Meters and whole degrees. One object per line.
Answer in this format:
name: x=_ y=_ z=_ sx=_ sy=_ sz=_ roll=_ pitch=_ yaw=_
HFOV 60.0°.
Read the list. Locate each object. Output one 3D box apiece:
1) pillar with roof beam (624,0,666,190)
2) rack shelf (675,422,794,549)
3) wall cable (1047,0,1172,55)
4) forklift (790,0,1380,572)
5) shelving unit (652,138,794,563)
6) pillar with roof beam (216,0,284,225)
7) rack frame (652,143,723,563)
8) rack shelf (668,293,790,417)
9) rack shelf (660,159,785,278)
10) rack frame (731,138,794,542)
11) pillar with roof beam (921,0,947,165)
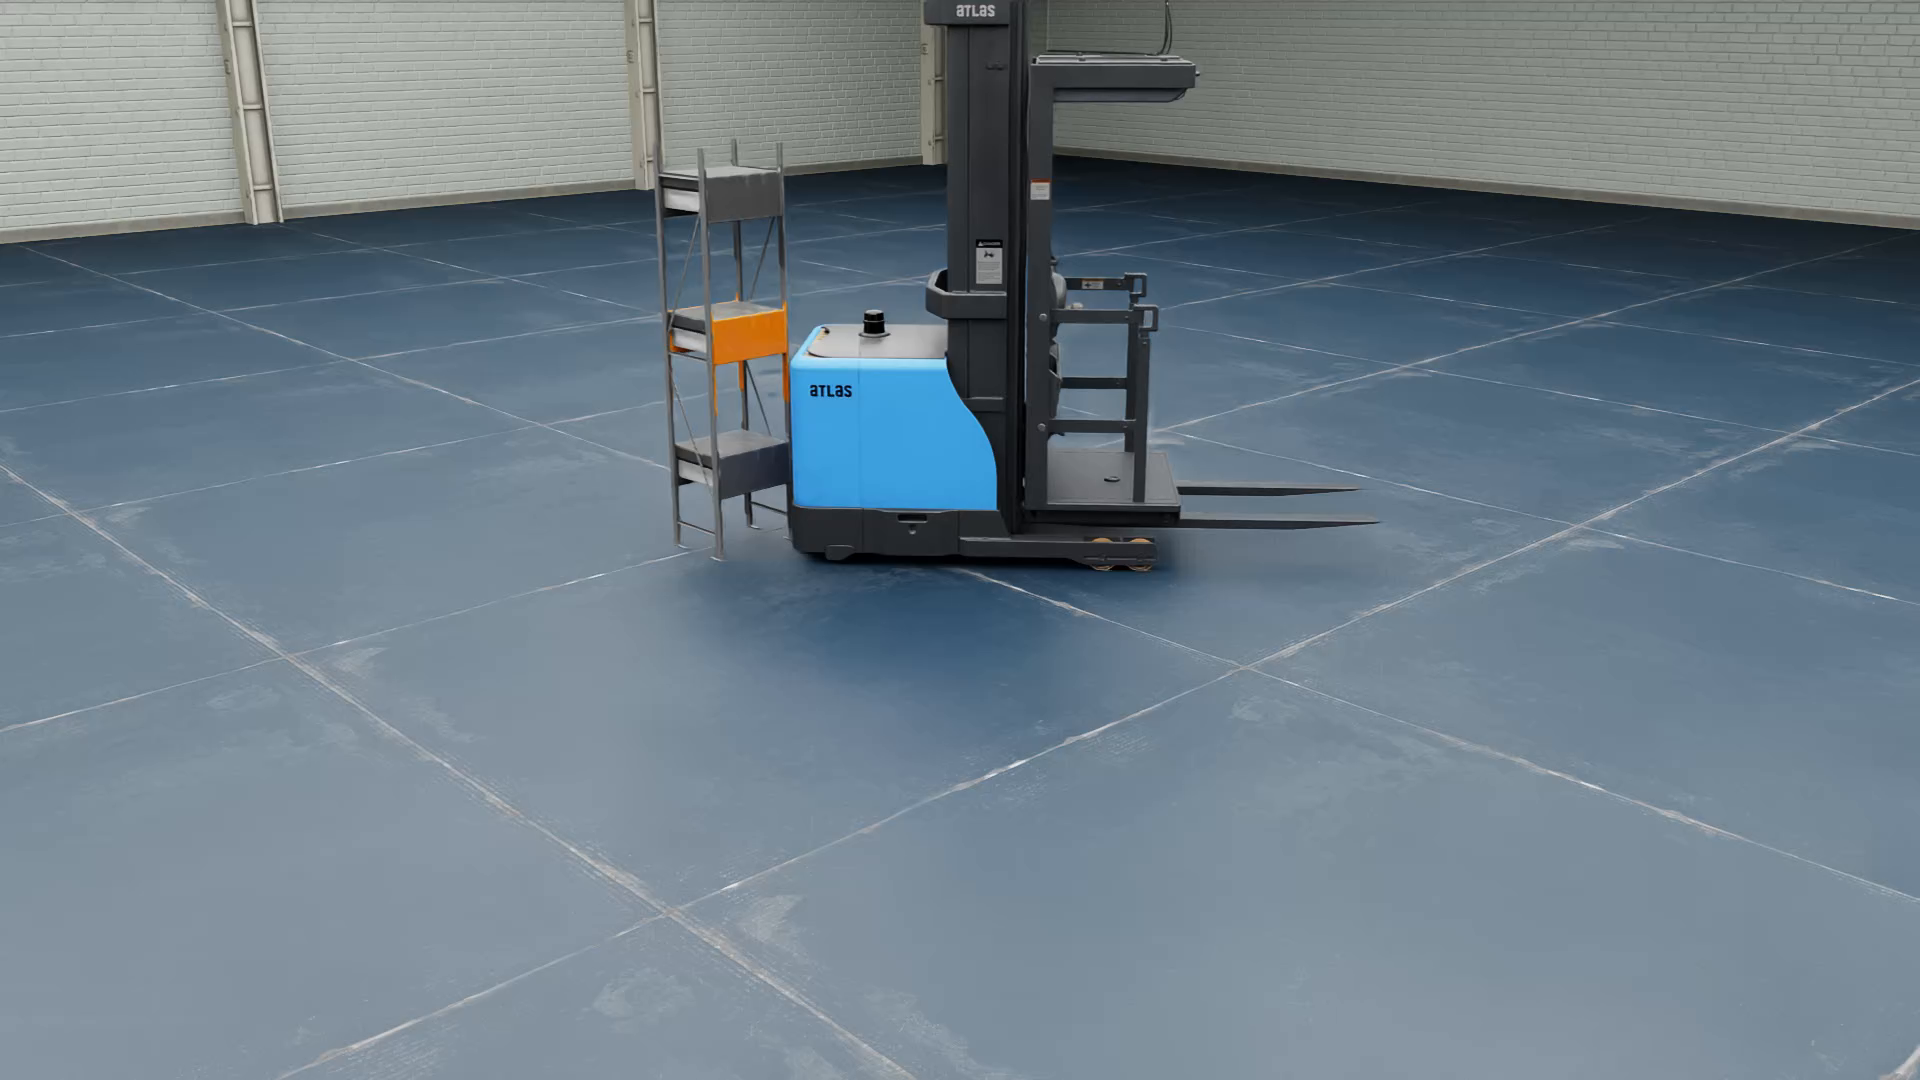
pillar with roof beam: x=-1.840 y=-8.771 z=21.446 sx=0.400 sy=9.000 sz=9.100 roll=-16 pitch=24 yaw=-41
rack shelf: x=-1.205 y=-0.298 z=8.813 sx=0.431 sy=0.518 sz=0.480 roll=17 pitch=24 yaw=42
wall cable: x=2.611 y=-9.858 z=29.833 sx=0.112 sy=2.526 sz=3.097 roll=-16 pitch=24 yaw=-41
forklift: x=0.665 y=-1.402 z=8.557 sx=3.031 sy=2.935 sz=1.130 roll=1 pitch=18 yaw=3
shelving unit: x=-1.205 y=-0.977 z=8.593 sx=0.431 sy=2.100 sz=0.503 roll=17 pitch=24 yaw=42
pillar with roof beam: x=-6.200 y=-7.500 z=17.525 sx=0.400 sy=9.000 sz=9.100 roll=-16 pitch=24 yaw=-41
rack frame: x=-1.377 y=-0.923 z=8.428 sx=0.400 sy=2.100 sz=0.015 roll=17 pitch=24 yaw=42
rack shelf: x=-1.205 y=-0.964 z=8.597 sx=0.431 sy=0.518 sz=0.480 roll=17 pitch=24 yaw=42
rack shelf: x=-1.205 y=-1.630 z=8.382 sx=0.431 sy=0.518 sz=0.480 roll=17 pitch=24 yaw=42
rack frame: x=-1.034 y=-1.030 z=8.758 sx=0.400 sy=2.100 sz=0.015 roll=17 pitch=24 yaw=42
pillar with roof beam: x=2.520 y=-10.042 z=25.367 sx=0.400 sy=9.000 sz=9.100 roll=-16 pitch=24 yaw=-41
